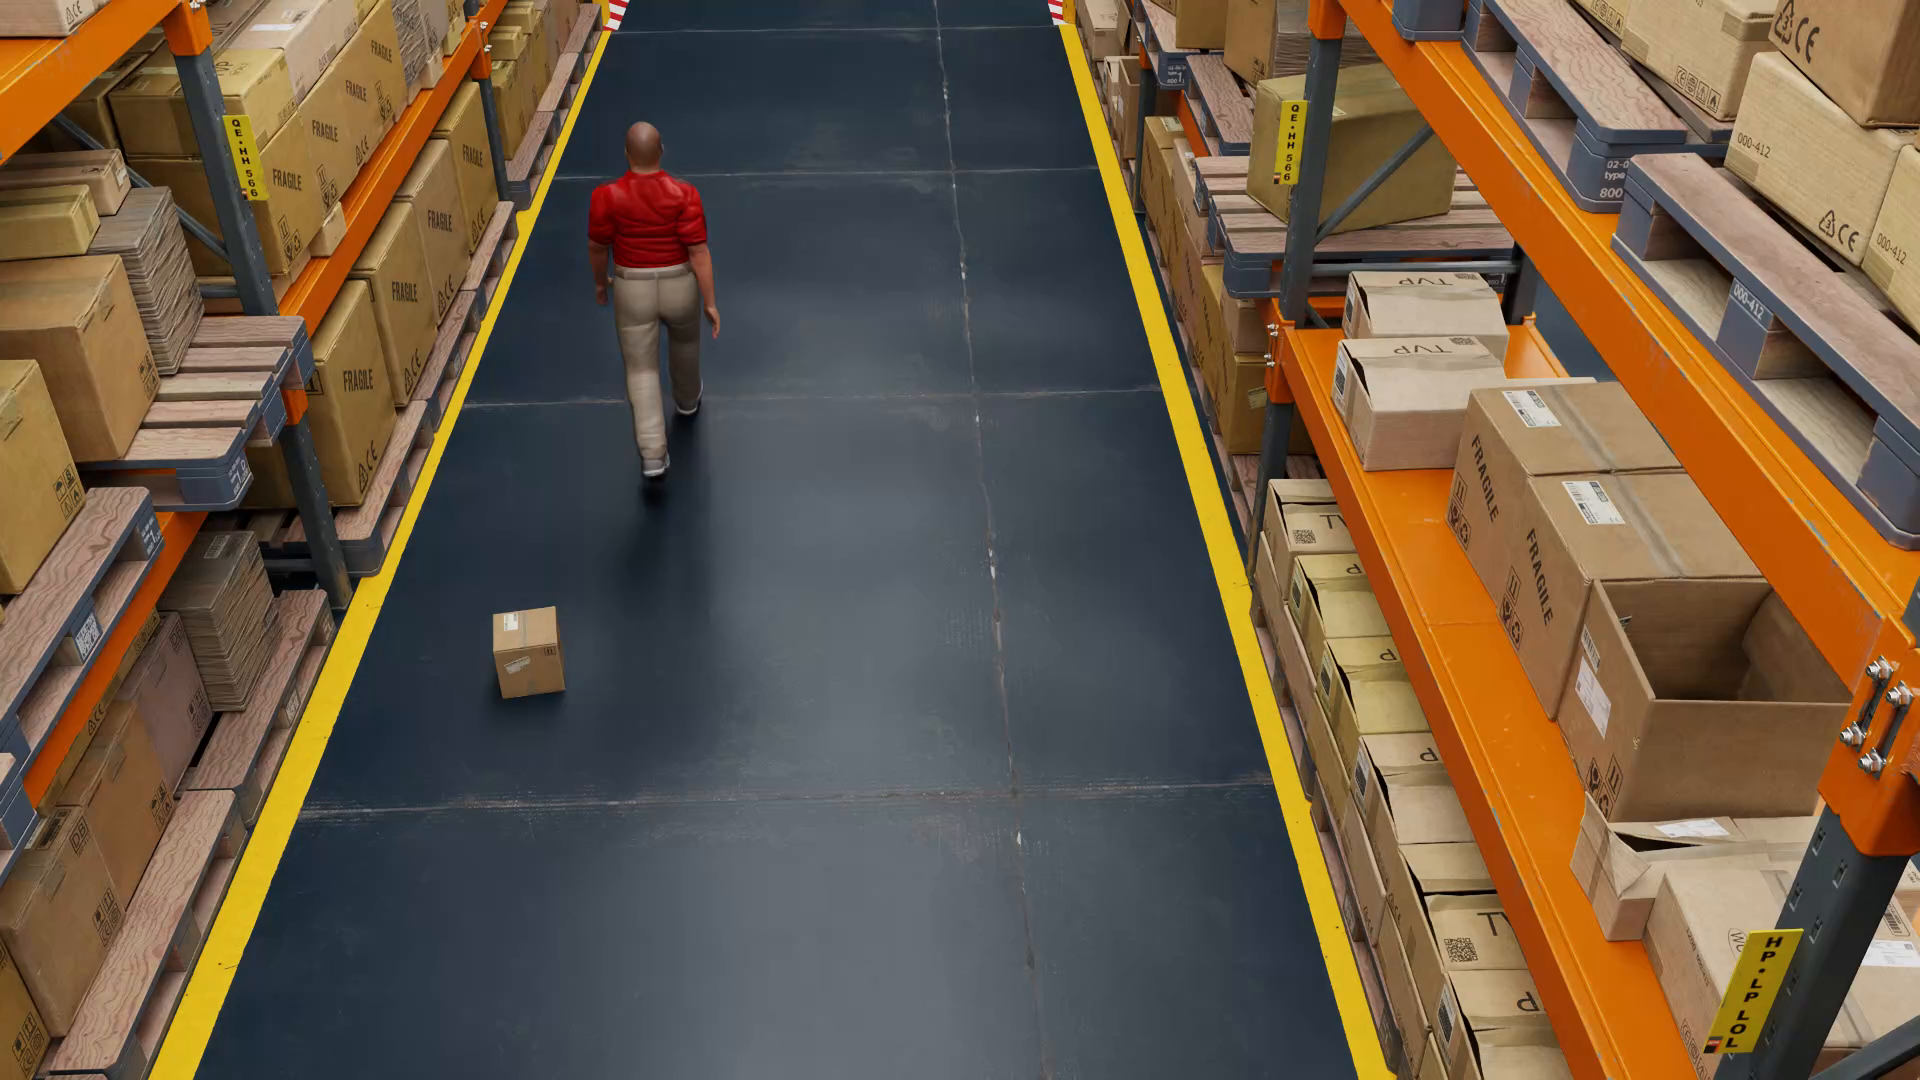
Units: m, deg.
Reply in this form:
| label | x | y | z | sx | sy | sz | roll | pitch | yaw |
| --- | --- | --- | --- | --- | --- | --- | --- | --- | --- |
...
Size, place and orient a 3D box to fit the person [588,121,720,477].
| label | x | y | z | sx | sy | sz | roll | pitch | yaw |
| --- | --- | --- | --- | --- | --- | --- | --- | --- | --- |
| person | -1.446 | -1.191 | 7.870 | 0.566 | 1.670 | 1.056 | -8 | 36 | -11 |
